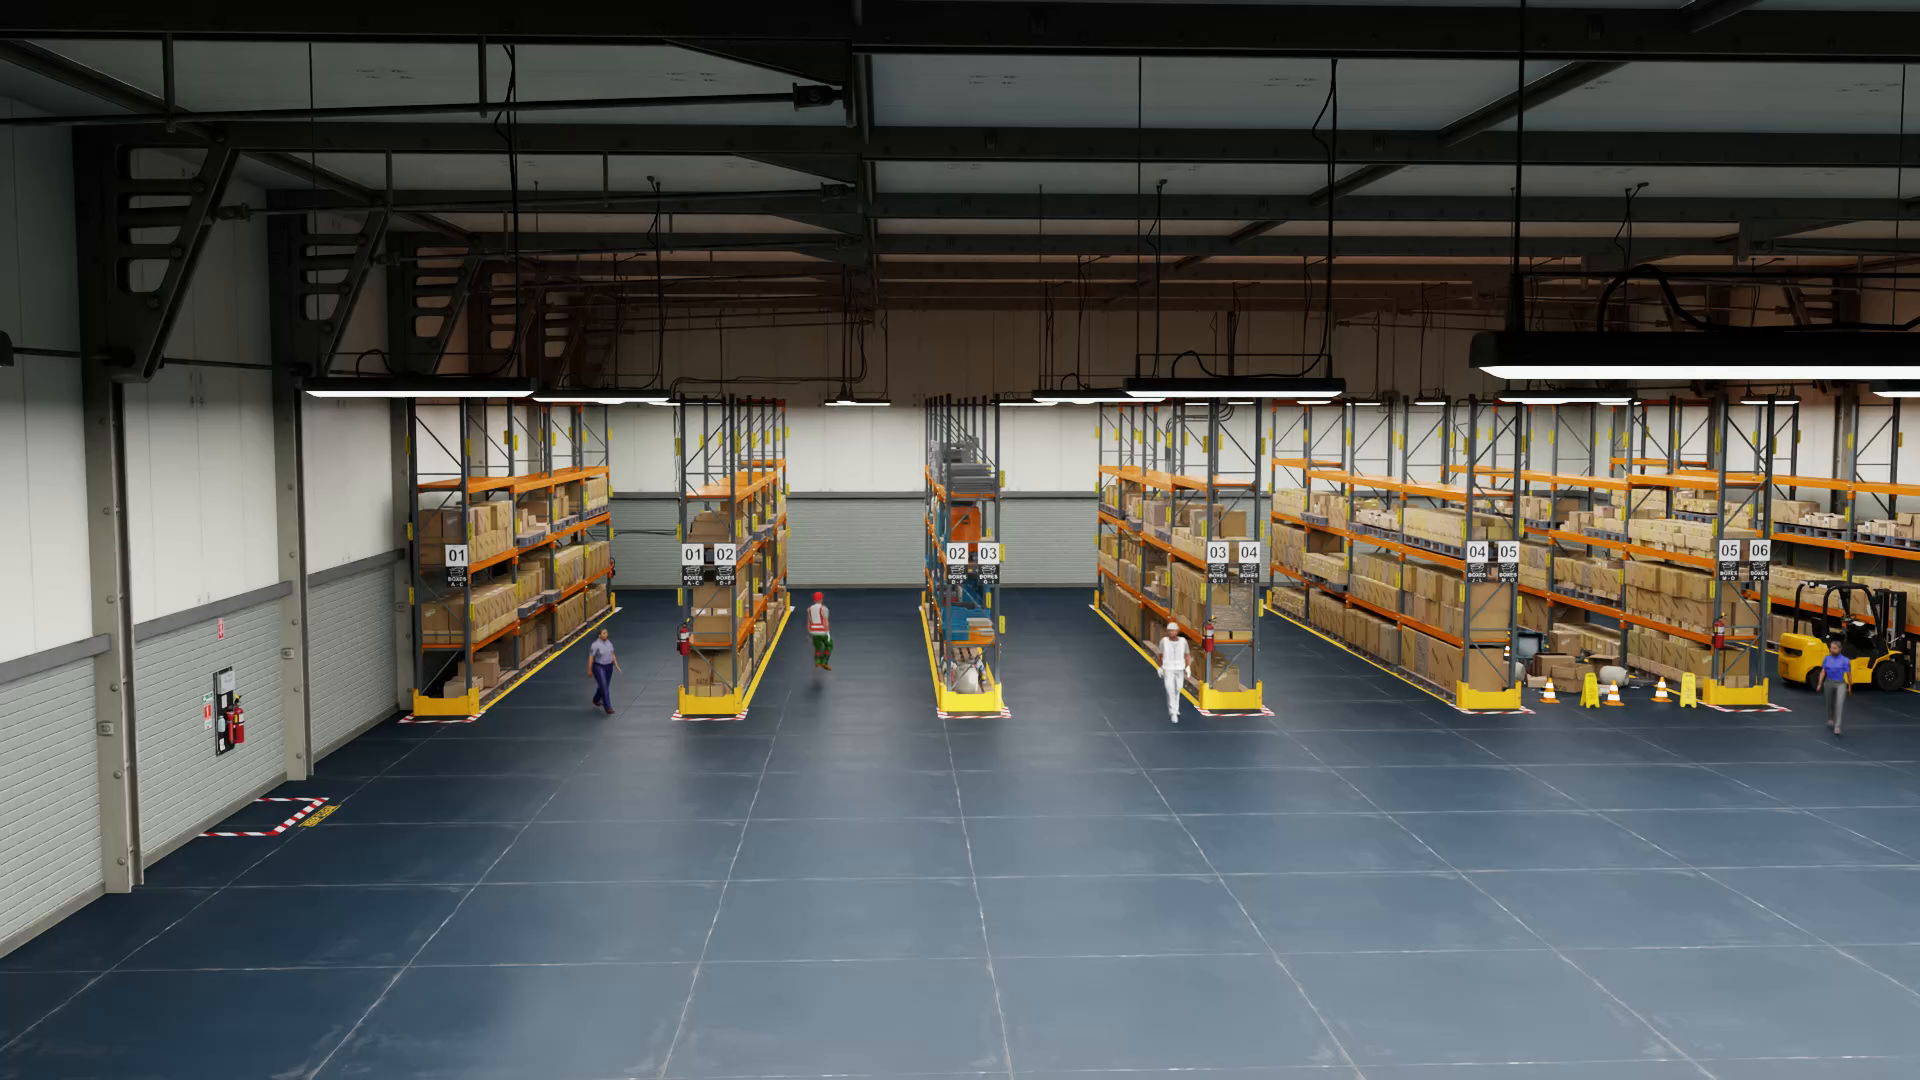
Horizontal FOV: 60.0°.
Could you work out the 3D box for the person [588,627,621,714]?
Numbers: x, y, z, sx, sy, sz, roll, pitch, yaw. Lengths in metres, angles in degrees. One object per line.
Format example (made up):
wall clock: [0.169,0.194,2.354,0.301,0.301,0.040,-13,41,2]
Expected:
person: [-6.733,2.441,31.364,0.565,1.576,1.027,-4,6,-43]

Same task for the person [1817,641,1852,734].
person: [15.482,2.573,29.429,0.532,1.583,1.074,3,5,33]

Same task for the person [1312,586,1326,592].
person: [10.641,1.011,49.169,0.752,1.632,0.511,-2,5,-21]

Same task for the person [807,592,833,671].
person: [-2.968,1.923,35.065,0.556,1.671,0.527,1,5,11]

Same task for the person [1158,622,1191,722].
person: [3.965,2.405,30.658,0.572,1.767,0.854,0,5,-4]
